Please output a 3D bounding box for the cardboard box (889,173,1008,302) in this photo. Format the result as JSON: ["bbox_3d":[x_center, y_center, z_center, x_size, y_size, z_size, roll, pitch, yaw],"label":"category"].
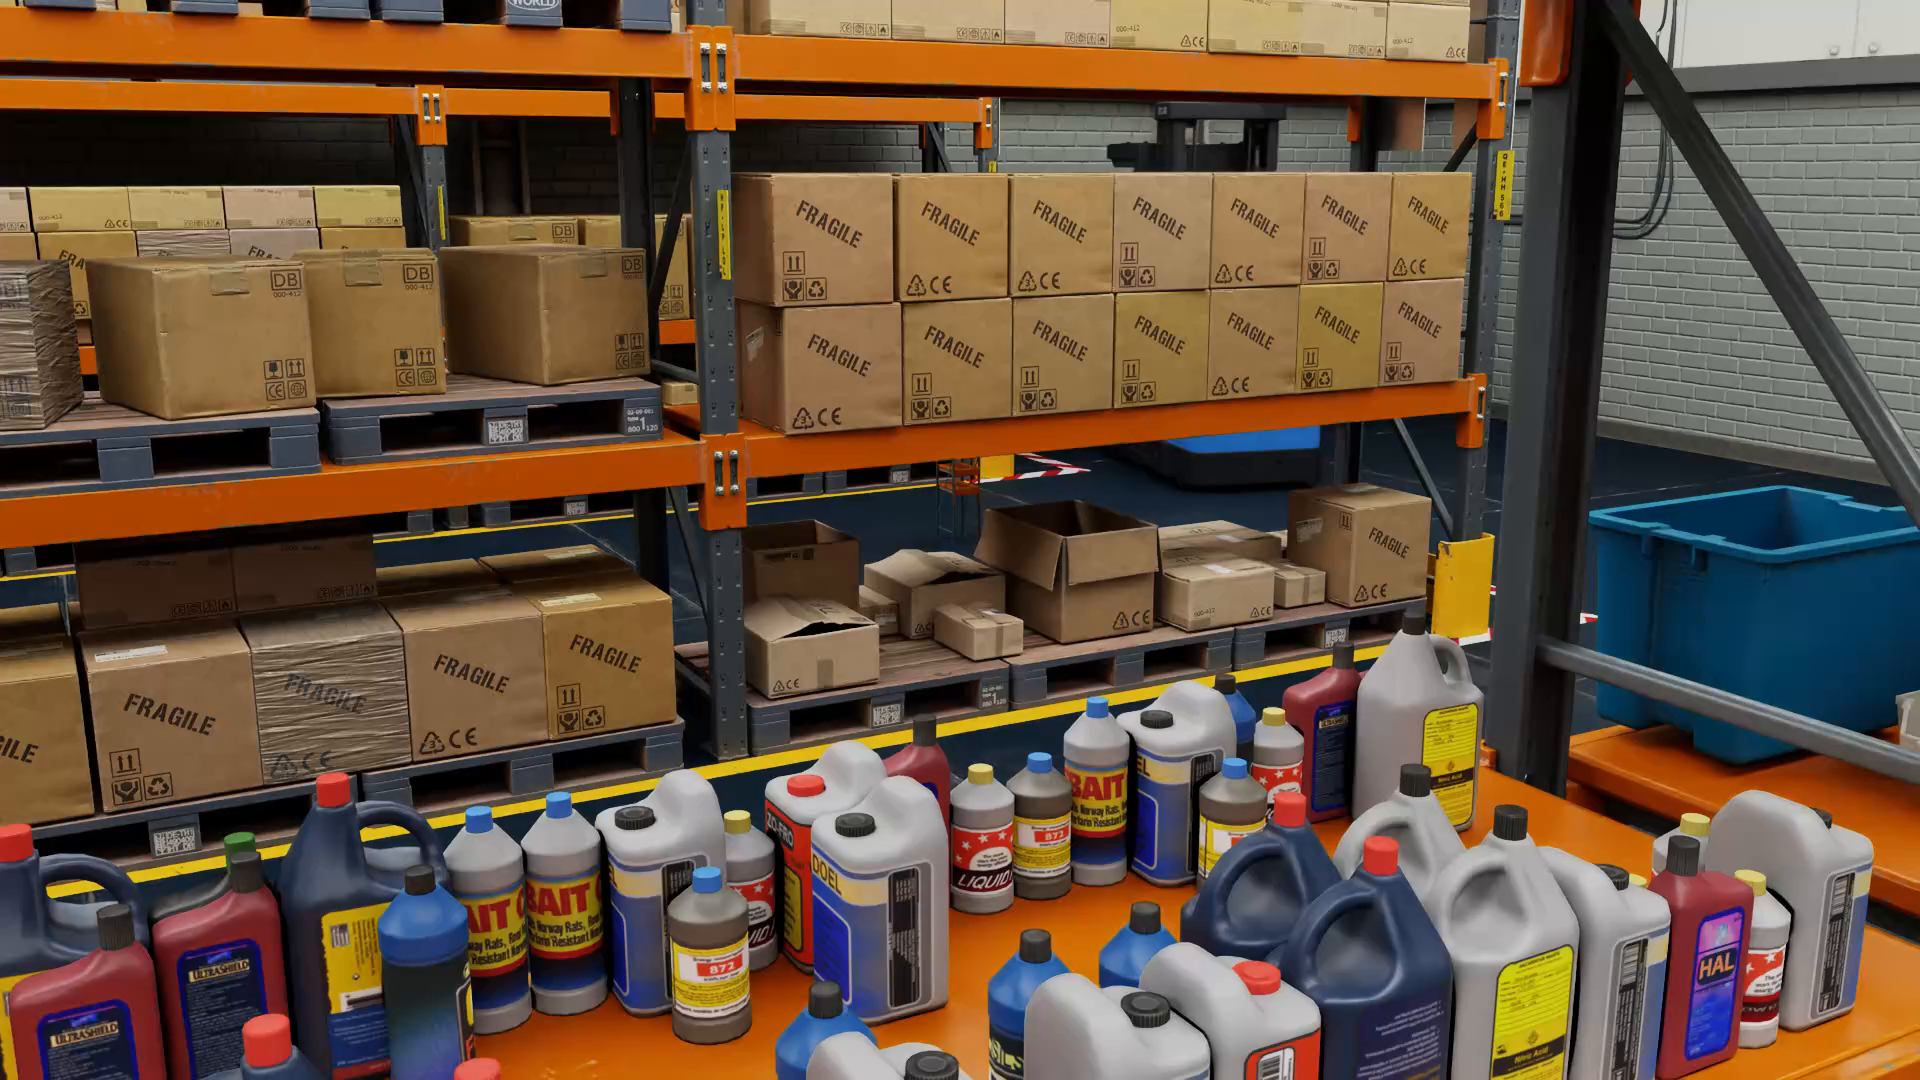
[{"bbox_3d":[-0.144,-1.260,6.871,0.500,0.500,0.500,-7,15,-30],"label":"cardboard box"}]

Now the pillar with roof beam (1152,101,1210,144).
[{"bbox_3d":[4.007,-4.597,10.538,0.400,9.000,9.100,-7,14,-28],"label":"pillar with roof beam"}]

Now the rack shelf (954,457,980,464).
[{"bbox_3d":[-0.013,-0.540,10.480,0.180,0.103,0.258,-7,14,-28],"label":"rack shelf"}]

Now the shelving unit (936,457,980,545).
[{"bbox_3d":[-0.013,-0.584,10.471,0.189,1.200,0.258,-7,14,-28],"label":"shelving unit"}]

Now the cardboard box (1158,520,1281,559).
[{"bbox_3d":[1.314,0.087,8.649,0.500,0.250,0.500,-7,14,-28],"label":"cardboard box"}]

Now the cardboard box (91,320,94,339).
[{"bbox_3d":[-5.058,-1.274,9.965,0.250,0.149,0.380,-6,14,-26],"label":"cardboard box"}]

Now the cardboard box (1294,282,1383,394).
[{"bbox_3d":[1.649,-0.988,7.942,0.500,0.500,0.500,-7,14,-27],"label":"cardboard box"}]

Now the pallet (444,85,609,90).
[{"bbox_3d":[-2.799,-3.132,11.065,1.213,0.211,1.003,-7,14,-28],"label":"pallet"}]

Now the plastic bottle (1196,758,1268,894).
[{"bbox_3d":[0.391,0.414,2.390,0.097,0.201,0.097,0,13,0],"label":"plastic bottle"}]

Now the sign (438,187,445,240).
[{"bbox_3d":[-3.253,-2.051,10.432,0.005,0.325,0.100,-7,14,-28],"label":"sign"}]

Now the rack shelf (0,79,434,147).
[{"bbox_3d":[-5.277,-2.530,9.826,4.000,0.370,1.077,-7,14,-28],"label":"rack shelf"}]

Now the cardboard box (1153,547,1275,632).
[{"bbox_3d":[1.158,0.231,8.011,0.500,0.250,0.500,-7,14,-28],"label":"cardboard box"}]

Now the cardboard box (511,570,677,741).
[{"bbox_3d":[-1.441,0.438,6.521,0.500,0.500,0.500,-7,14,-28],"label":"cardboard box"}]

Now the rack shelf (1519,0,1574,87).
[{"bbox_3d":[-0.531,-0.621,1.342,4.000,0.370,1.077,-7,14,-28],"label":"rack shelf"}]

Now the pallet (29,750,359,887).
[{"bbox_3d":[-2.913,0.909,6.090,1.213,0.211,1.003,-7,14,-28],"label":"pallet"}]

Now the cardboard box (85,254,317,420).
[{"bbox_3d":[-2.666,-0.730,5.835,0.500,0.500,0.700,-12,17,-42],"label":"cardboard box"}]

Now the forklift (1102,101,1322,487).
[{"bbox_3d":[1.805,-2.094,13.239,1.130,2.935,3.031,-3,13,-14],"label":"forklift"}]

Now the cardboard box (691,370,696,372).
[{"bbox_3d":[-1.898,-1.149,12.143,0.250,0.149,0.380,-7,15,-29],"label":"cardboard box"}]

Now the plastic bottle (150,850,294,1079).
[{"bbox_3d":[-0.824,0.492,1.856,0.133,0.283,0.061,-7,14,-28],"label":"plastic bottle"}]

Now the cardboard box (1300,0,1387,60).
[{"bbox_3d":[1.597,-2.329,7.637,0.500,0.250,0.500,-7,14,-28],"label":"cardboard box"}]

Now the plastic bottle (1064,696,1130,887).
[{"bbox_3d":[0.200,0.365,2.450,0.097,0.271,0.097,0,13,0],"label":"plastic bottle"}]

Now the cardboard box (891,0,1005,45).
[{"bbox_3d":[-0.159,-2.119,6.704,0.500,0.250,0.500,-7,14,-28],"label":"cardboard box"}]

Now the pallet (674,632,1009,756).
[{"bbox_3d":[-0.542,0.615,7.397,1.213,0.211,1.003,-7,14,-28],"label":"pallet"}]

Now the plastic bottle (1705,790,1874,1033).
[{"bbox_3d":[1.034,0.446,2.080,0.135,0.276,0.152,-7,14,-28],"label":"plastic bottle"}]

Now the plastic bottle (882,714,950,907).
[{"bbox_3d":[-0.081,0.388,2.319,0.133,0.283,0.061,-7,14,-28],"label":"plastic bottle"}]

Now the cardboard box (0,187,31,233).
[{"bbox_3d":[-5.603,-1.885,9.493,0.500,0.250,0.500,-7,14,-27],"label":"cardboard box"}]

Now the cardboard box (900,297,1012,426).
[{"bbox_3d":[-0.119,-0.778,7.007,0.500,0.500,0.500,-7,14,-27],"label":"cardboard box"}]

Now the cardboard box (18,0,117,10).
[{"bbox_3d":[-5.275,-3.172,9.810,0.500,0.500,0.700,-7,14,-28],"label":"cardboard box"}]

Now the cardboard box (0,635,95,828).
[{"bbox_3d":[-3.220,0.651,5.575,0.500,0.500,0.500,-7,14,-29],"label":"cardboard box"}]

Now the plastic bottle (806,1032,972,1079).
[{"bbox_3d":[-0.051,0.576,1.502,0.135,0.276,0.152,-7,14,-28],"label":"plastic bottle"}]

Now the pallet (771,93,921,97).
[{"bbox_3d":[-0.657,-3.389,12.205,1.213,0.211,1.003,-7,14,-28],"label":"pallet"}]

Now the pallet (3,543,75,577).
[{"bbox_3d":[-5.235,-0.043,10.318,1.213,0.211,1.003,-7,14,-28],"label":"pallet"}]

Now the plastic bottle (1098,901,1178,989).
[{"bbox_3d":[0.194,0.517,1.772,0.097,0.271,0.097,0,13,0],"label":"plastic bottle"}]

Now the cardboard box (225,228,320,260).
[{"bbox_3d":[-4.249,-1.679,10.286,0.500,0.500,0.500,-7,14,-27],"label":"cardboard box"}]

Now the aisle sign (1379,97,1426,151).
[{"bbox_3d":[2.285,-2.427,8.638,0.004,0.787,0.394,-7,14,-28],"label":"aisle sign"}]

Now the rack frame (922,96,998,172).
[{"bbox_3d":[-0.011,-2.049,12.881,0.127,3.000,1.000,-7,14,-28],"label":"rack frame"}]

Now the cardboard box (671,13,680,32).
[{"bbox_3d":[-1.888,-3.400,11.210,0.500,0.250,0.500,-7,15,-29],"label":"cardboard box"}]

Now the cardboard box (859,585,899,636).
[{"bbox_3d":[-0.481,0.337,7.771,0.250,0.149,0.380,-7,14,-28],"label":"cardboard box"}]

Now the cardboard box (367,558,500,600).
[{"bbox_3d":[-2.149,0.393,6.721,0.500,0.500,0.500,-7,14,-27],"label":"cardboard box"}]

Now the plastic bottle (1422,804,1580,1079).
[{"bbox_3d":[0.575,0.465,1.823,0.185,0.351,0.144,-7,14,-28],"label":"plastic bottle"}]

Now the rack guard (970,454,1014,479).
[{"bbox_3d":[0.010,-0.832,13.166,0.348,0.500,1.175,-7,14,-28],"label":"rack guard"}]

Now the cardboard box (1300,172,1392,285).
[{"bbox_3d":[1.664,-1.478,7.839,0.500,0.500,0.500,-6,14,-26],"label":"cardboard box"}]

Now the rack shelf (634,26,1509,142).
[{"bbox_3d":[0.610,-1.997,7.455,4.000,0.370,1.077,-7,14,-28],"label":"rack shelf"}]

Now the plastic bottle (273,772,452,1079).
[{"bbox_3d":[-0.693,0.439,1.939,0.185,0.351,0.144,-7,14,-28],"label":"plastic bottle"}]

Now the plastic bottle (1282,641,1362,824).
[{"bbox_3d":[0.582,0.309,2.672,0.133,0.283,0.061,-7,14,-28],"label":"plastic bottle"}]

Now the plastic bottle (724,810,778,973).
[{"bbox_3d":[-0.291,0.458,2.195,0.097,0.201,0.097,0,13,0],"label":"plastic bottle"}]

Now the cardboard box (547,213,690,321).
[{"bbox_3d":[-2.395,-1.904,11.554,0.700,0.700,0.980,-7,15,-29],"label":"cardboard box"}]
